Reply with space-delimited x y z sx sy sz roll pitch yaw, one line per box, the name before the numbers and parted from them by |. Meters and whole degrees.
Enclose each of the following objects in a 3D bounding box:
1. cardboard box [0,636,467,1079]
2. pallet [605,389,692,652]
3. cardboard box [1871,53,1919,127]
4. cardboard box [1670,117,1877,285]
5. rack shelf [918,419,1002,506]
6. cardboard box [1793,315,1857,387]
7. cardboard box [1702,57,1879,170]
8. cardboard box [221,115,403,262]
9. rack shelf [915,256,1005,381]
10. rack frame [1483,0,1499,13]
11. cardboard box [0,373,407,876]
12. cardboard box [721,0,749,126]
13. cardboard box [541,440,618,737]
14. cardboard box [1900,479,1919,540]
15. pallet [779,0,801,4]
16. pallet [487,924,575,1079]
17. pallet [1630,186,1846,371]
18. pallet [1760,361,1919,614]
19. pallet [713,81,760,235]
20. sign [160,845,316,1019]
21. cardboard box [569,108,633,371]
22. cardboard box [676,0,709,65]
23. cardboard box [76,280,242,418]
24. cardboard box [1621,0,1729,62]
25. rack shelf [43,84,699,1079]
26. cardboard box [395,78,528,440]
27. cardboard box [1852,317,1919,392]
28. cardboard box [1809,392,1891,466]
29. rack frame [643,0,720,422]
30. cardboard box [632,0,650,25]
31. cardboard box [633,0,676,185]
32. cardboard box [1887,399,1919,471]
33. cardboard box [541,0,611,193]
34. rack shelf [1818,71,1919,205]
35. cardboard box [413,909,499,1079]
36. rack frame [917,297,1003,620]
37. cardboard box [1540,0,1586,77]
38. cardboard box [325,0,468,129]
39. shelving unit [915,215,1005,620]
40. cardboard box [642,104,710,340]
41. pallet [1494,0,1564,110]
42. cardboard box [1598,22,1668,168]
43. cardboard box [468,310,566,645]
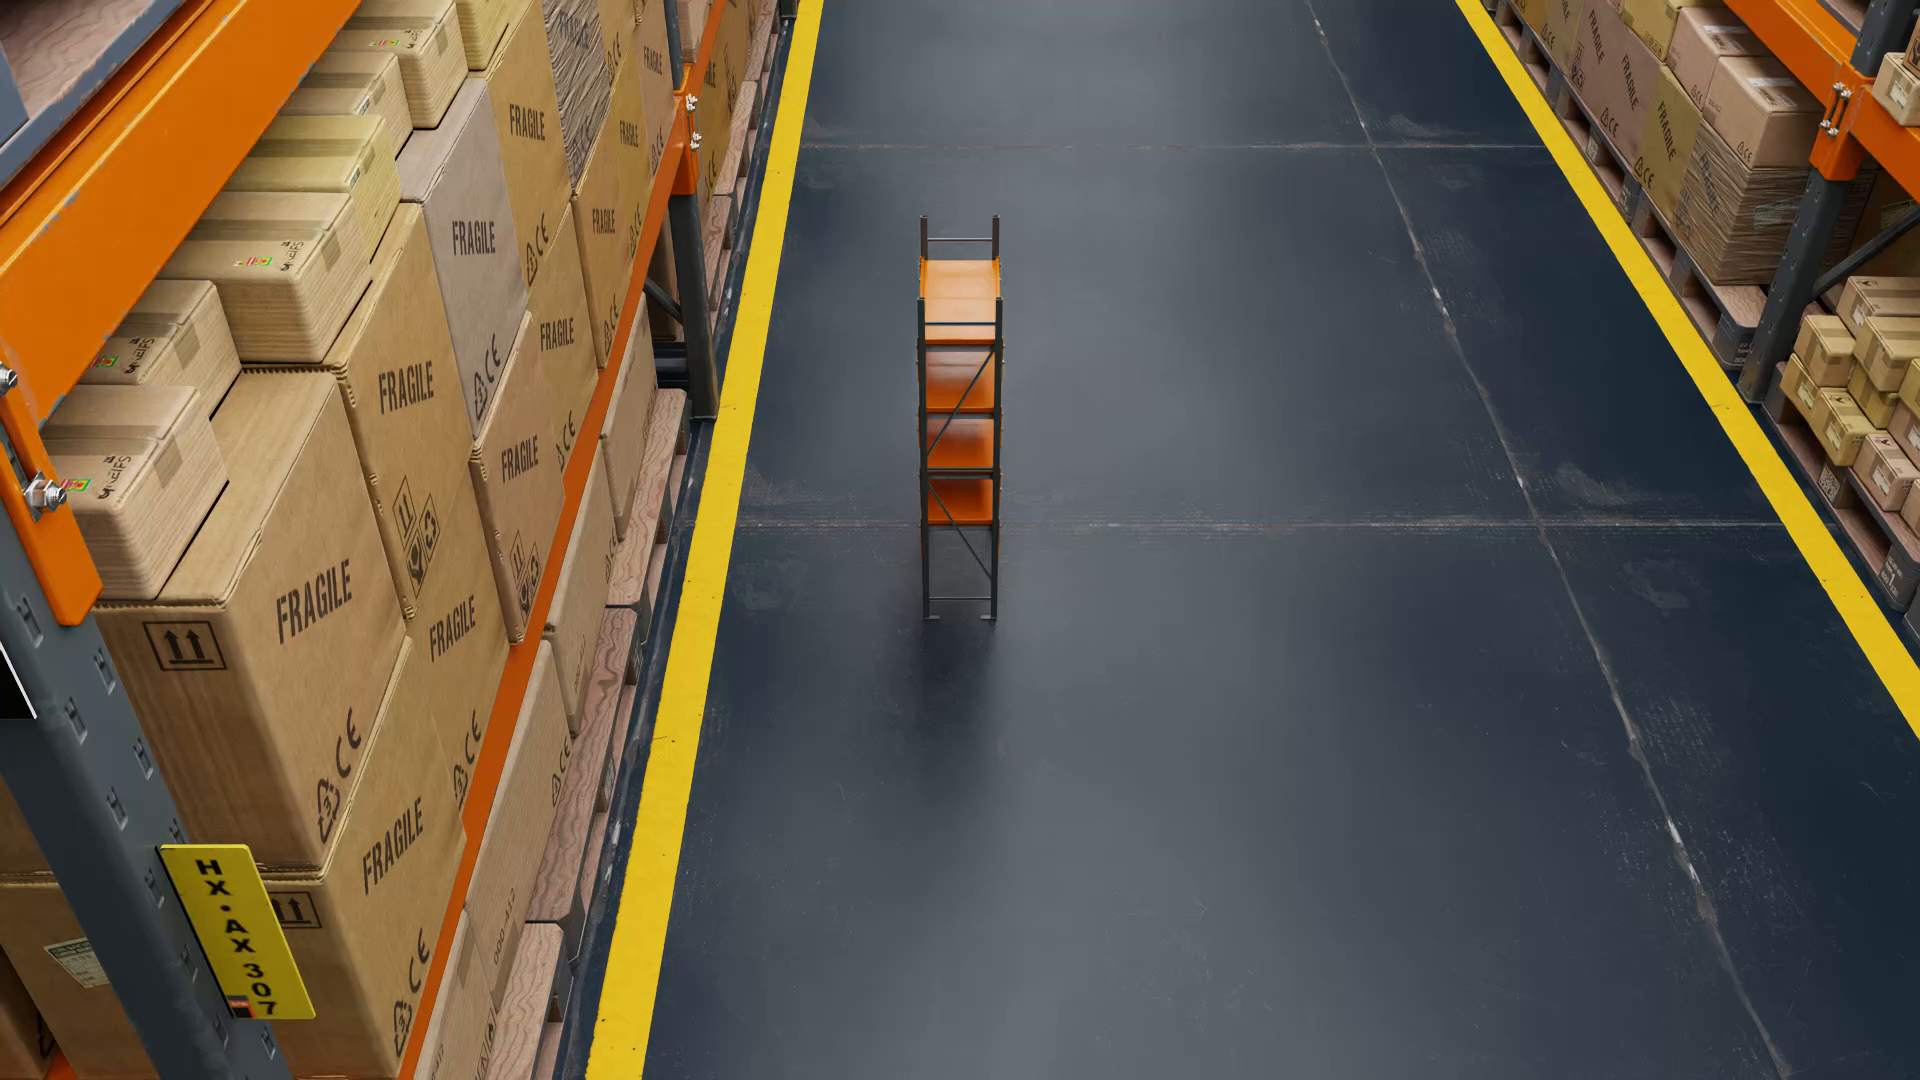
cardboard box | -1.133 0.503 2.644 0.500 0.500 0.500 0 39 0
pallet | -1.501 -0.096 5.700 1.003 0.211 1.213 0 39 0
cardboard box | 3.199 -1.451 5.362 0.380 0.149 0.250 1 39 2
cardboard box | 3.273 -1.377 6.733 0.500 0.500 0.500 -1 39 -1
rack shelf | 0.000 -0.312 5.288 0.258 0.148 0.480 0 39 0
cardboard box | 3.206 -0.667 5.889 0.380 0.149 0.250 2 39 2
cardboard box | 3.272 -1.673 6.502 0.500 0.250 0.500 -1 39 -1
cardboard box | -1.119 -0.553 2.644 0.380 0.149 0.250 -1 39 -2
rack shelf | 0.000 -0.671 5.000 0.258 0.148 0.480 0 39 0
rack frame | 3.521 -4.227 8.627 1.000 3.000 0.127 0 39 0
cardboard box | -1.135 0.113 2.331 0.500 0.500 0.500 -1 39 -1
cardboard box | -1.514 -2.506 7.841 0.875 0.875 0.875 0 39 1
cardboard box | -1.529 0.129 4.903 0.875 0.438 0.875 -1 39 -1
cardboard box | 3.308 -0.069 5.381 0.380 0.149 0.250 -1 39 -1
pallet | -1.428 -3.561 10.025 1.003 0.211 1.213 0 39 0
pallet | -1.499 1.430 3.796 1.003 0.211 1.213 0 39 0
pallet | 3.523 -1.125 6.985 1.003 0.211 1.213 0 39 0
pallet | 3.562 -0.218 5.853 1.003 0.211 1.213 0 39 0
pallet | -1.505 -1.818 7.850 1.003 0.211 1.213 0 39 0
sign | -0.865 0.477 2.001 0.100 0.325 0.005 0 39 0
cardboard box | -1.147 -0.772 4.235 0.500 0.500 0.500 -1 39 -1
cardboard box | -1.161 -1.876 5.812 0.500 0.250 0.500 -1 39 -1
cardboard box | -1.215 -0.226 2.235 0.380 0.149 0.250 1 39 1
cardboard box | 3.270 -2.325 7.316 0.500 0.250 0.500 -2 39 -2
rack shelf | -1.422 -0.128 4.086 1.077 0.370 4.000 0 39 0
cardboard box | -1.151 -0.532 3.136 0.500 0.500 0.500 0 39 0
cardboard box | 3.260 -0.622 5.595 0.380 0.149 0.250 2 39 2
cardboard box | 3.205 -0.383 5.773 0.380 0.149 0.250 1 39 1
rack frame | -1.424 -1.659 5.422 1.000 3.000 0.127 0 39 0
cardboard box | -1.147 -1.794 4.710 0.500 0.500 0.500 0 39 0
cardboard box | -1.168 -1.408 5.029 0.500 0.500 0.500 0 39 0
cardboard box | 3.333 -0.356 5.502 0.380 0.149 0.250 0 39 0
cardboard box | -1.145 -1.158 3.917 0.500 0.500 0.500 0 39 1
rack shelf | 3.528 -0.195 4.169 1.077 0.370 4.000 0 39 0
cardboard box | -1.520 1.265 3.485 0.875 0.438 0.875 -1 39 -2
rack frame | 0.000 -0.212 5.055 0.240 1.200 0.015 0 39 0
cardboard box | 3.271 -2.659 8.332 0.500 0.500 0.500 0 39 0
cardboard box | -1.130 -0.874 3.043 0.380 0.149 0.250 0 39 0
shelving unit | 0.000 -0.365 5.246 0.258 1.200 0.503 0 39 0
cardboard box | -1.505 -1.382 6.439 0.875 0.875 0.875 1 39 1
pallet | 3.521 -2.651 8.889 1.003 0.211 1.213 0 39 0
cardboard box | 3.277 -2.019 7.533 0.500 0.500 0.500 -1 39 -1
cardboard box | -1.144 -0.132 3.436 0.500 0.500 0.500 0 39 0
